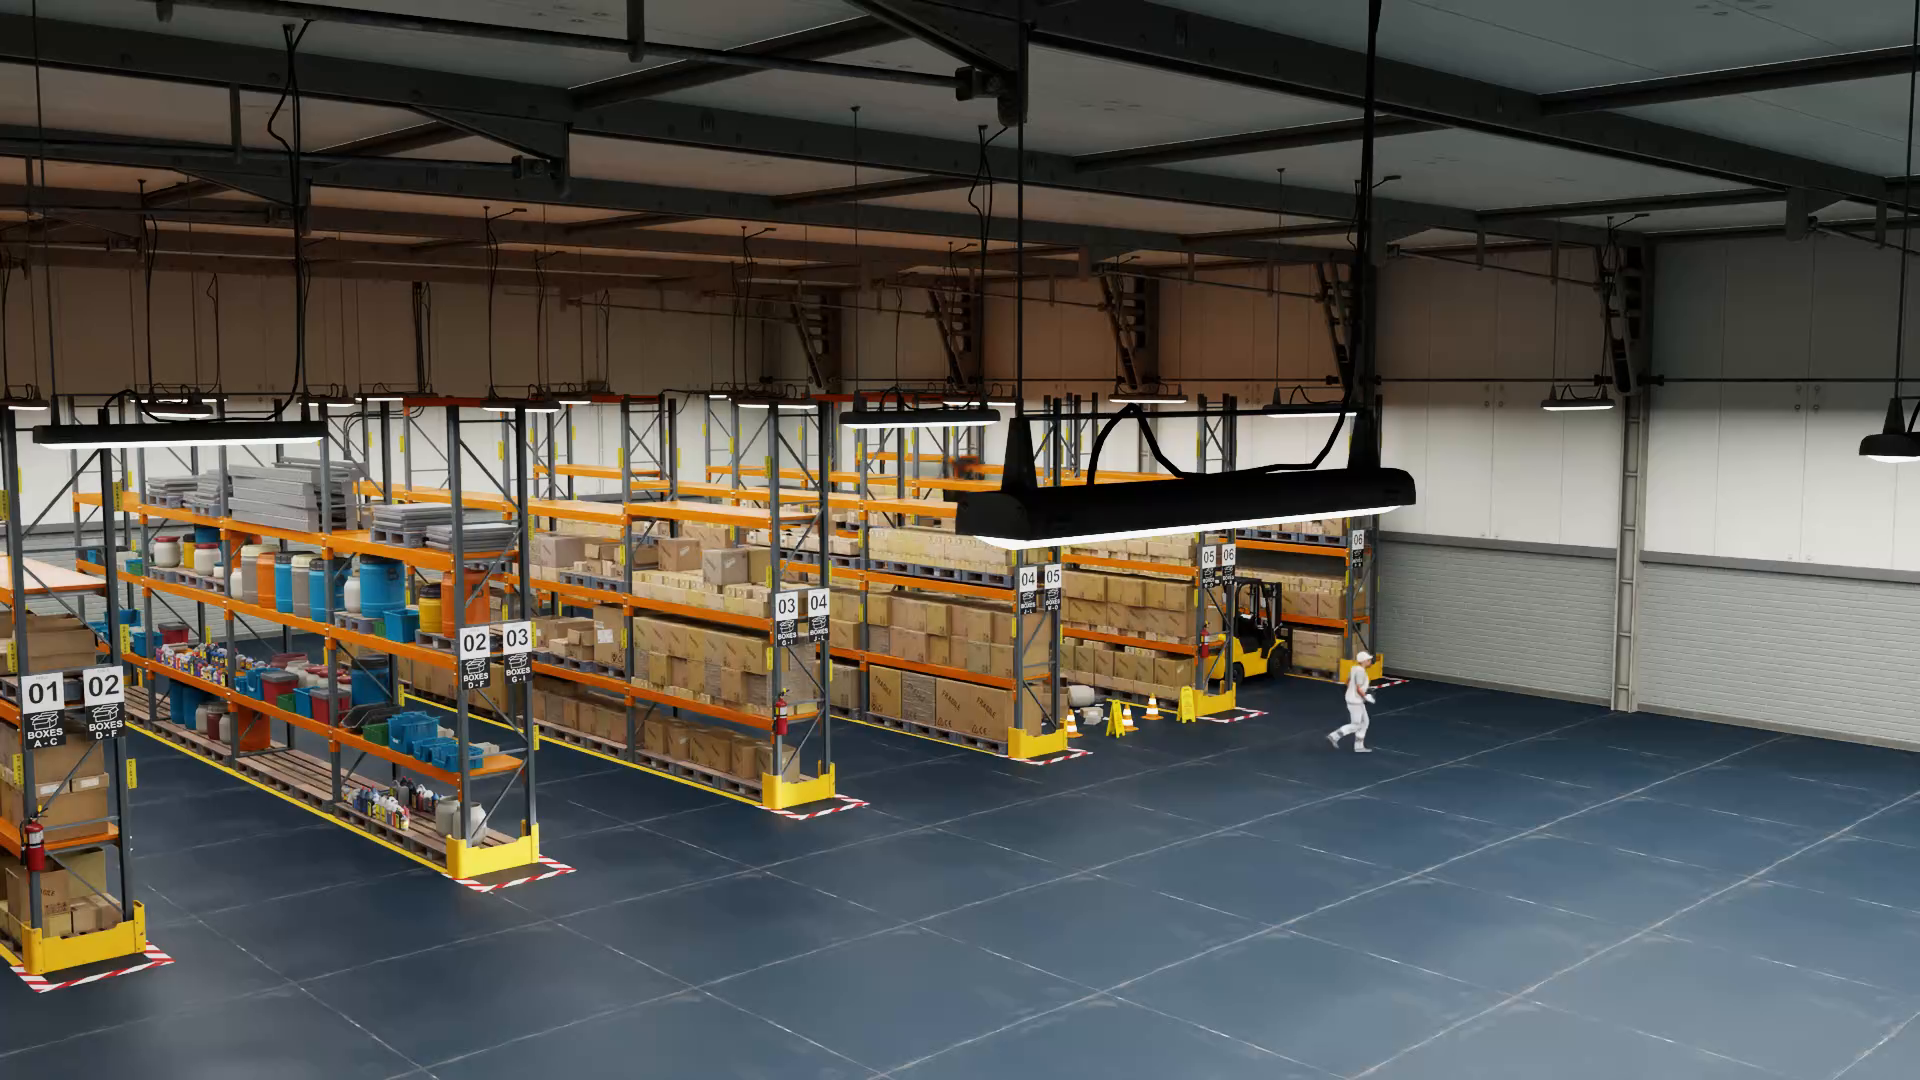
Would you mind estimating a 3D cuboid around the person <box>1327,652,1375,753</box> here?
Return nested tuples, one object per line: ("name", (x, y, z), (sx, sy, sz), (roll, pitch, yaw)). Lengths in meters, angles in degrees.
("person", (6.620, 2.751, 28.177), (0.774, 1.736, 0.660), (1, 6, 5))

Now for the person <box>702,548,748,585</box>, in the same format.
("person", (-3.449, 1.164, 34.418), (5.585, 3.700, 17.392), (2, 6, 17))
